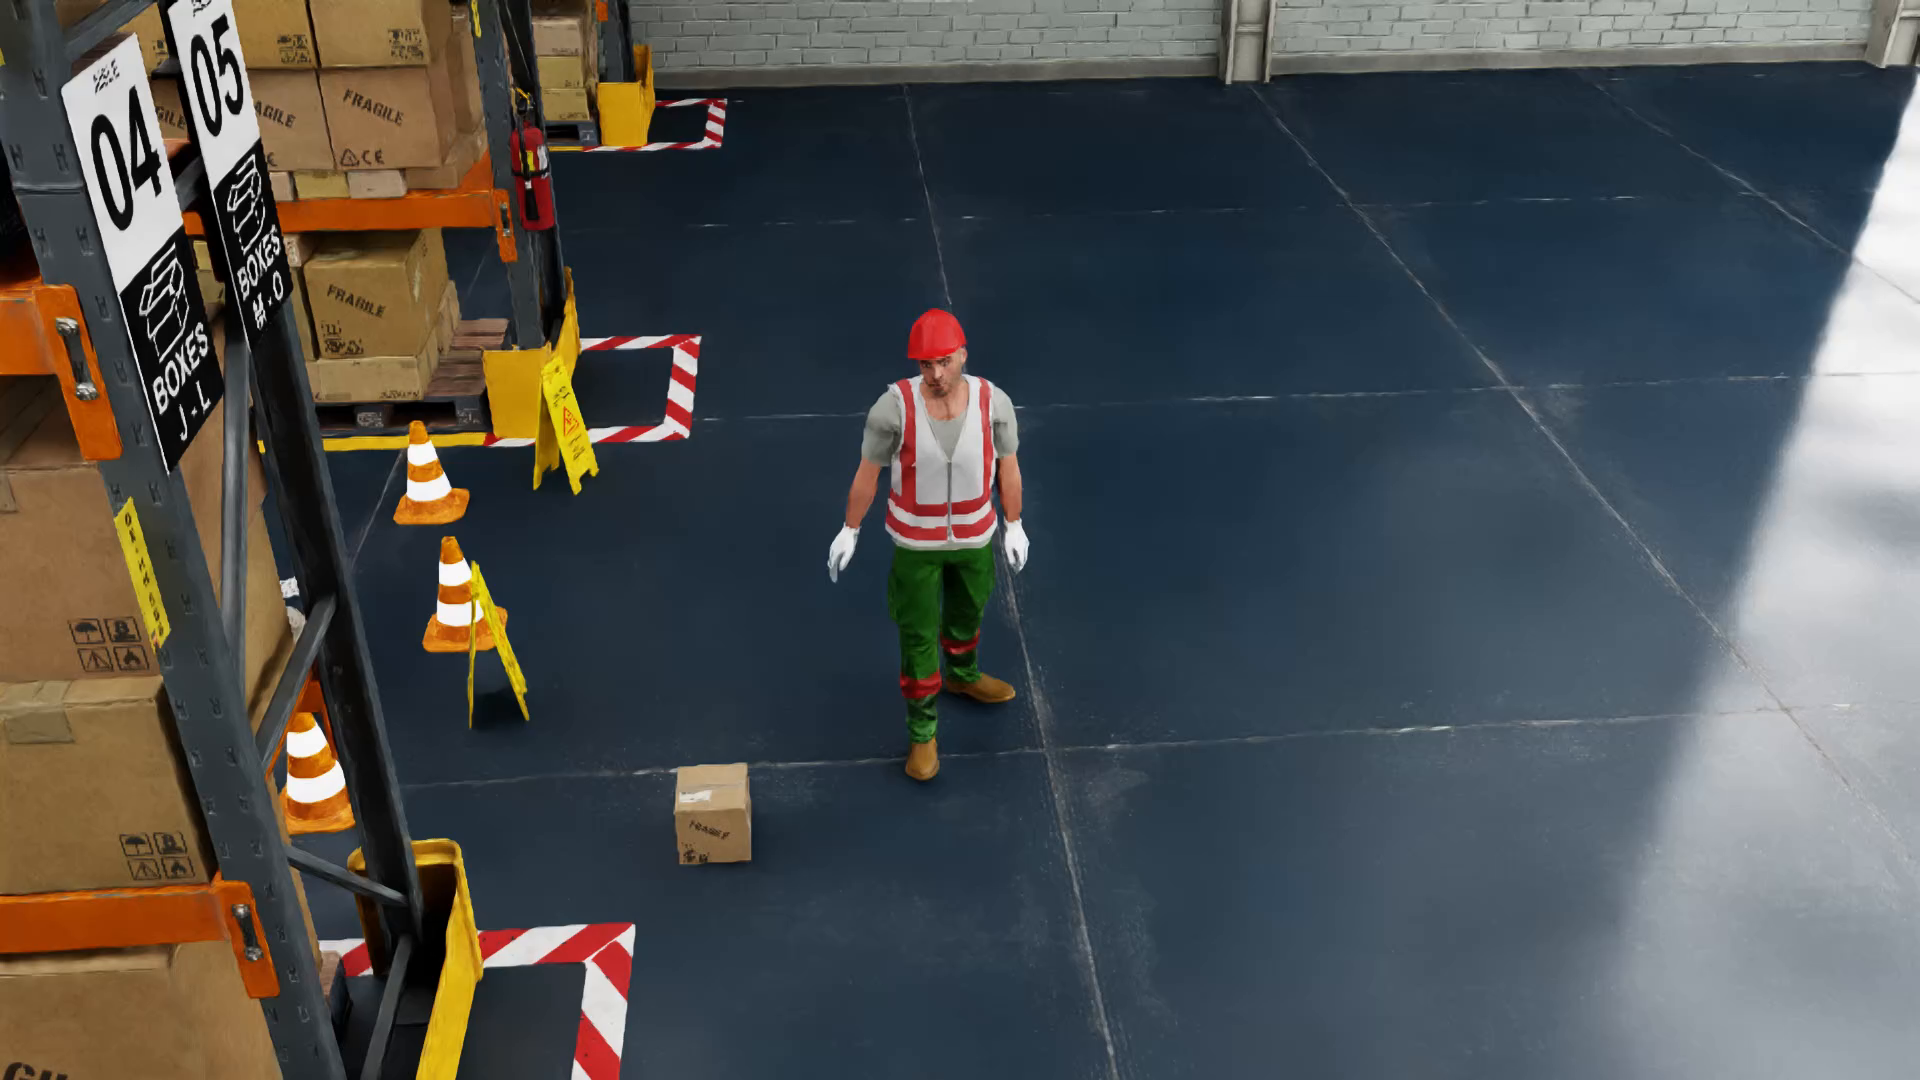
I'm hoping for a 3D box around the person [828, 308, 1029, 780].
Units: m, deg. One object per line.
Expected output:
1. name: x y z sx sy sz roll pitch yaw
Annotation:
1. person: -0.109 0.005 6.094 0.754 1.791 0.634 -8 32 -13
